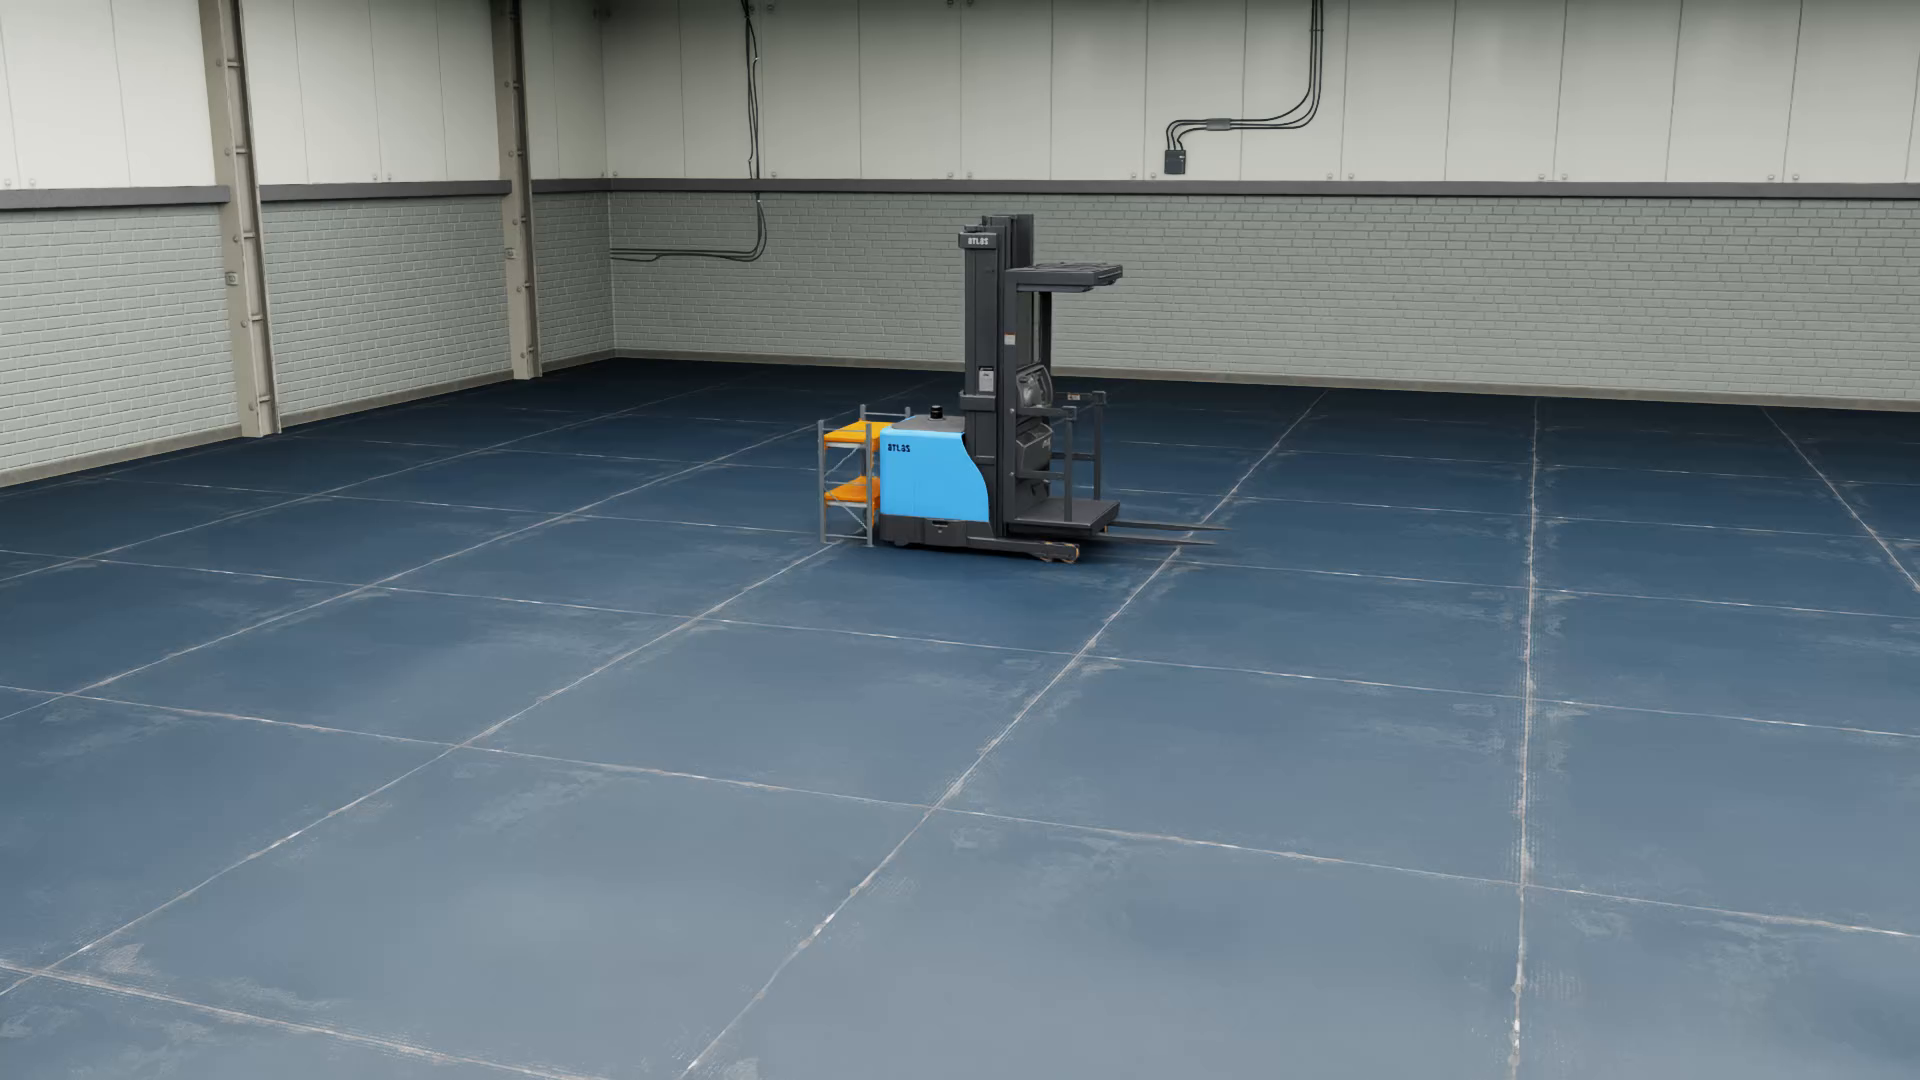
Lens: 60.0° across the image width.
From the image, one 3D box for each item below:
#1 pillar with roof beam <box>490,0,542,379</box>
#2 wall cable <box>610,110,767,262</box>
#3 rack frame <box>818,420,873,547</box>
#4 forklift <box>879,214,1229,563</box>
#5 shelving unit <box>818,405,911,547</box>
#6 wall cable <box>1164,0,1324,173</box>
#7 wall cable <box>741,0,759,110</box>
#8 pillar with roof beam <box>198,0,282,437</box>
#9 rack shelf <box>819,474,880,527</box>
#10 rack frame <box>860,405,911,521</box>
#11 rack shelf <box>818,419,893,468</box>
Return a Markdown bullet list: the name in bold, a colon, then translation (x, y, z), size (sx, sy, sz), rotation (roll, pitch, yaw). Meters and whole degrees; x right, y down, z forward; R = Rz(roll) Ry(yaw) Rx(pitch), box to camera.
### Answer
- **pillar with roof beam**: translation (-2.864, -6.682, 24.301), size (9.100, 9.000, 0.400), rotation (4, 14, 18)
- **wall cable**: translation (-4.733, -6.003, 28.305), size (3.097, 2.526, 0.112), rotation (4, 14, 18)
- **rack frame**: translation (-1.028, -0.505, 14.937), size (0.500, 1.125, 0.032), rotation (4, 14, 18)
- **forklift**: translation (0.843, -1.361, 14.625), size (3.031, 2.935, 1.130), rotation (4, 14, 19)
- **shelving unit**: translation (-0.868, -0.613, 15.407), size (0.538, 1.125, 1.048), rotation (4, 14, 18)
- **wall cable**: translation (4.244, -8.488, 24.572), size (2.305, 6.003, 0.169), rotation (4, 14, 18)
- **wall cable**: translation (-2.174, -8.270, 26.890), size (3.097, 2.526, 0.112), rotation (4, 14, 18)
- **pillar with roof beam**: translation (-4.806, -5.418, 18.766), size (9.100, 9.000, 0.400), rotation (4, 14, 18)
- **rack shelf**: translation (-0.868, -0.374, 15.461), size (0.538, 0.278, 1.000), rotation (4, 14, 18)
- **rack frame**: translation (-0.707, -0.720, 15.877), size (0.500, 1.125, 0.032), rotation (4, 14, 18)
- **rack shelf**: translation (-0.868, -0.898, 15.342), size (0.538, 0.278, 1.000), rotation (4, 14, 18)
